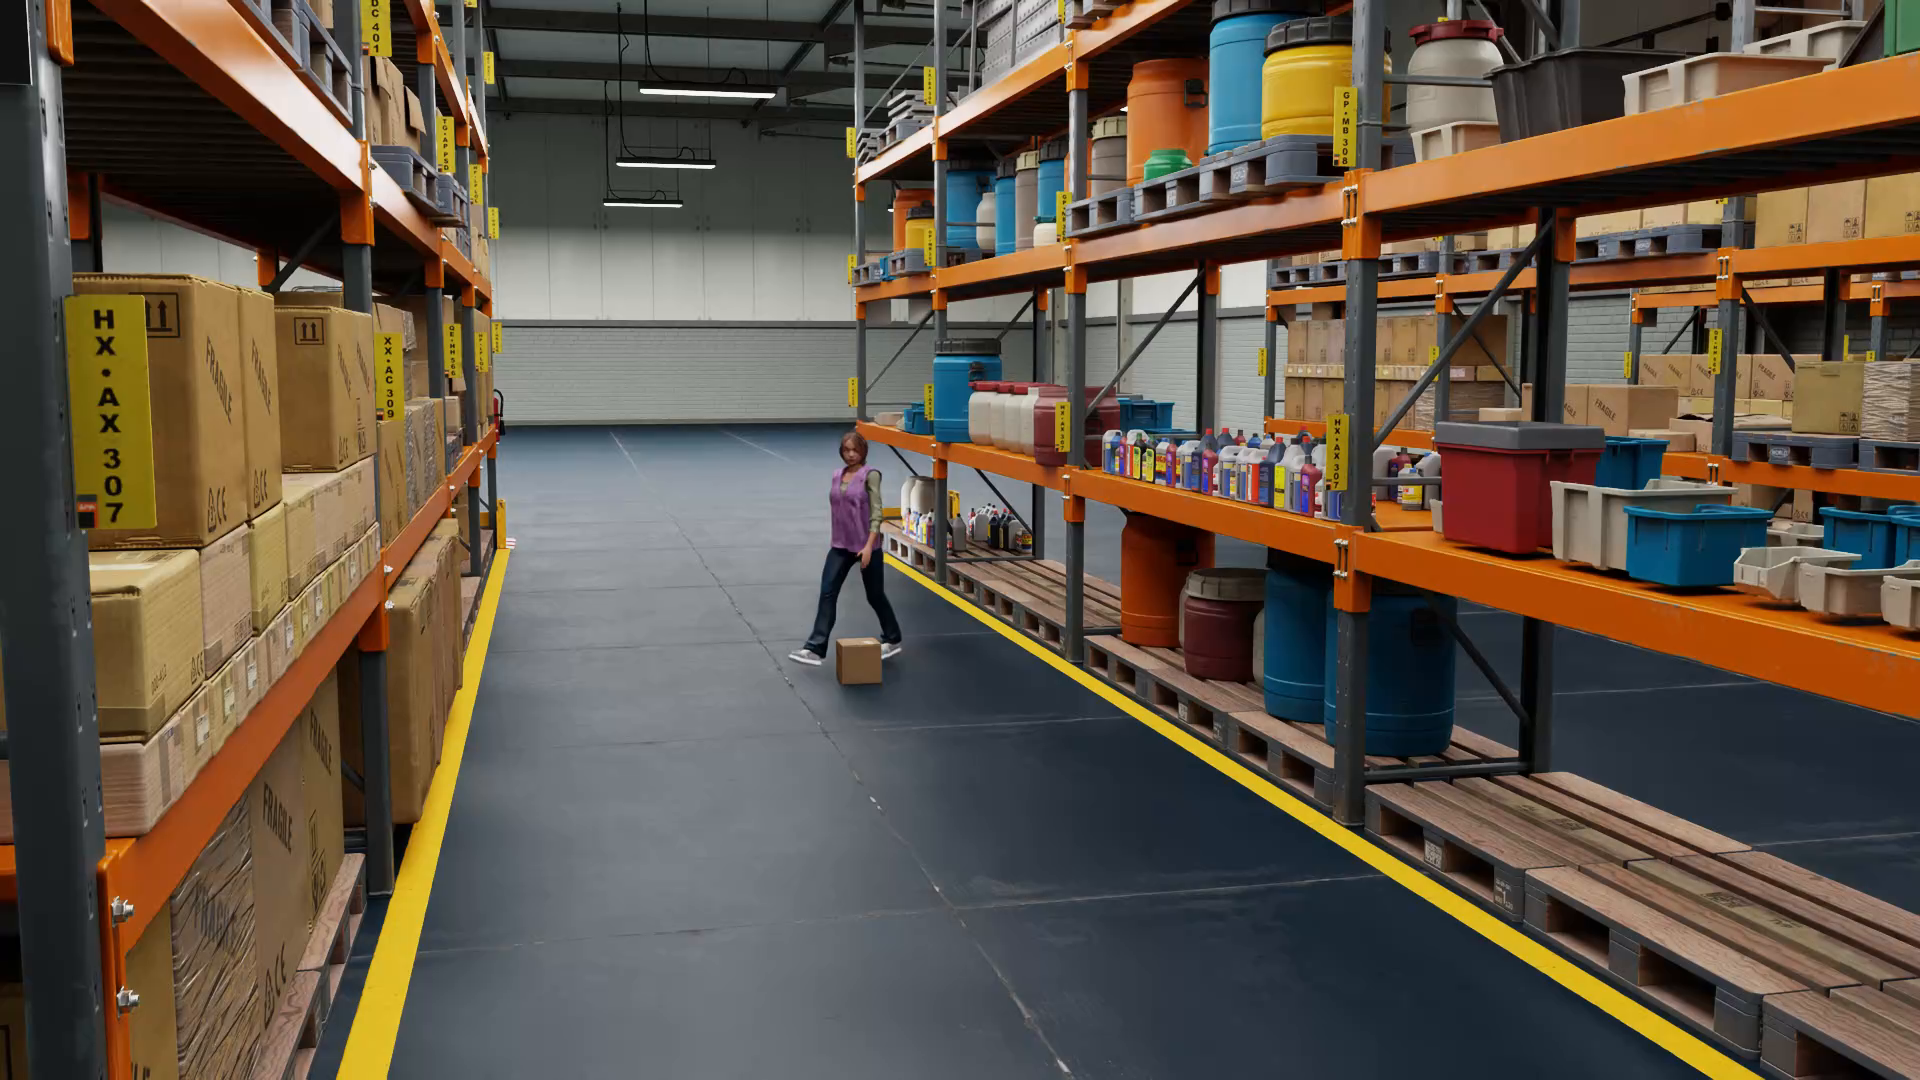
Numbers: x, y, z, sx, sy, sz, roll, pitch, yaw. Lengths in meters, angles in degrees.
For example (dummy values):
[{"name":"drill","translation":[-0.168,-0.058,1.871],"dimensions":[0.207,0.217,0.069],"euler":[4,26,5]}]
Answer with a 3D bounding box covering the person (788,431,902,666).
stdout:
[{"name":"person","translation":[-0.732,0.056,10.963],"dimensions":[0.444,1.539,0.949],"euler":[3,7,27]}]
